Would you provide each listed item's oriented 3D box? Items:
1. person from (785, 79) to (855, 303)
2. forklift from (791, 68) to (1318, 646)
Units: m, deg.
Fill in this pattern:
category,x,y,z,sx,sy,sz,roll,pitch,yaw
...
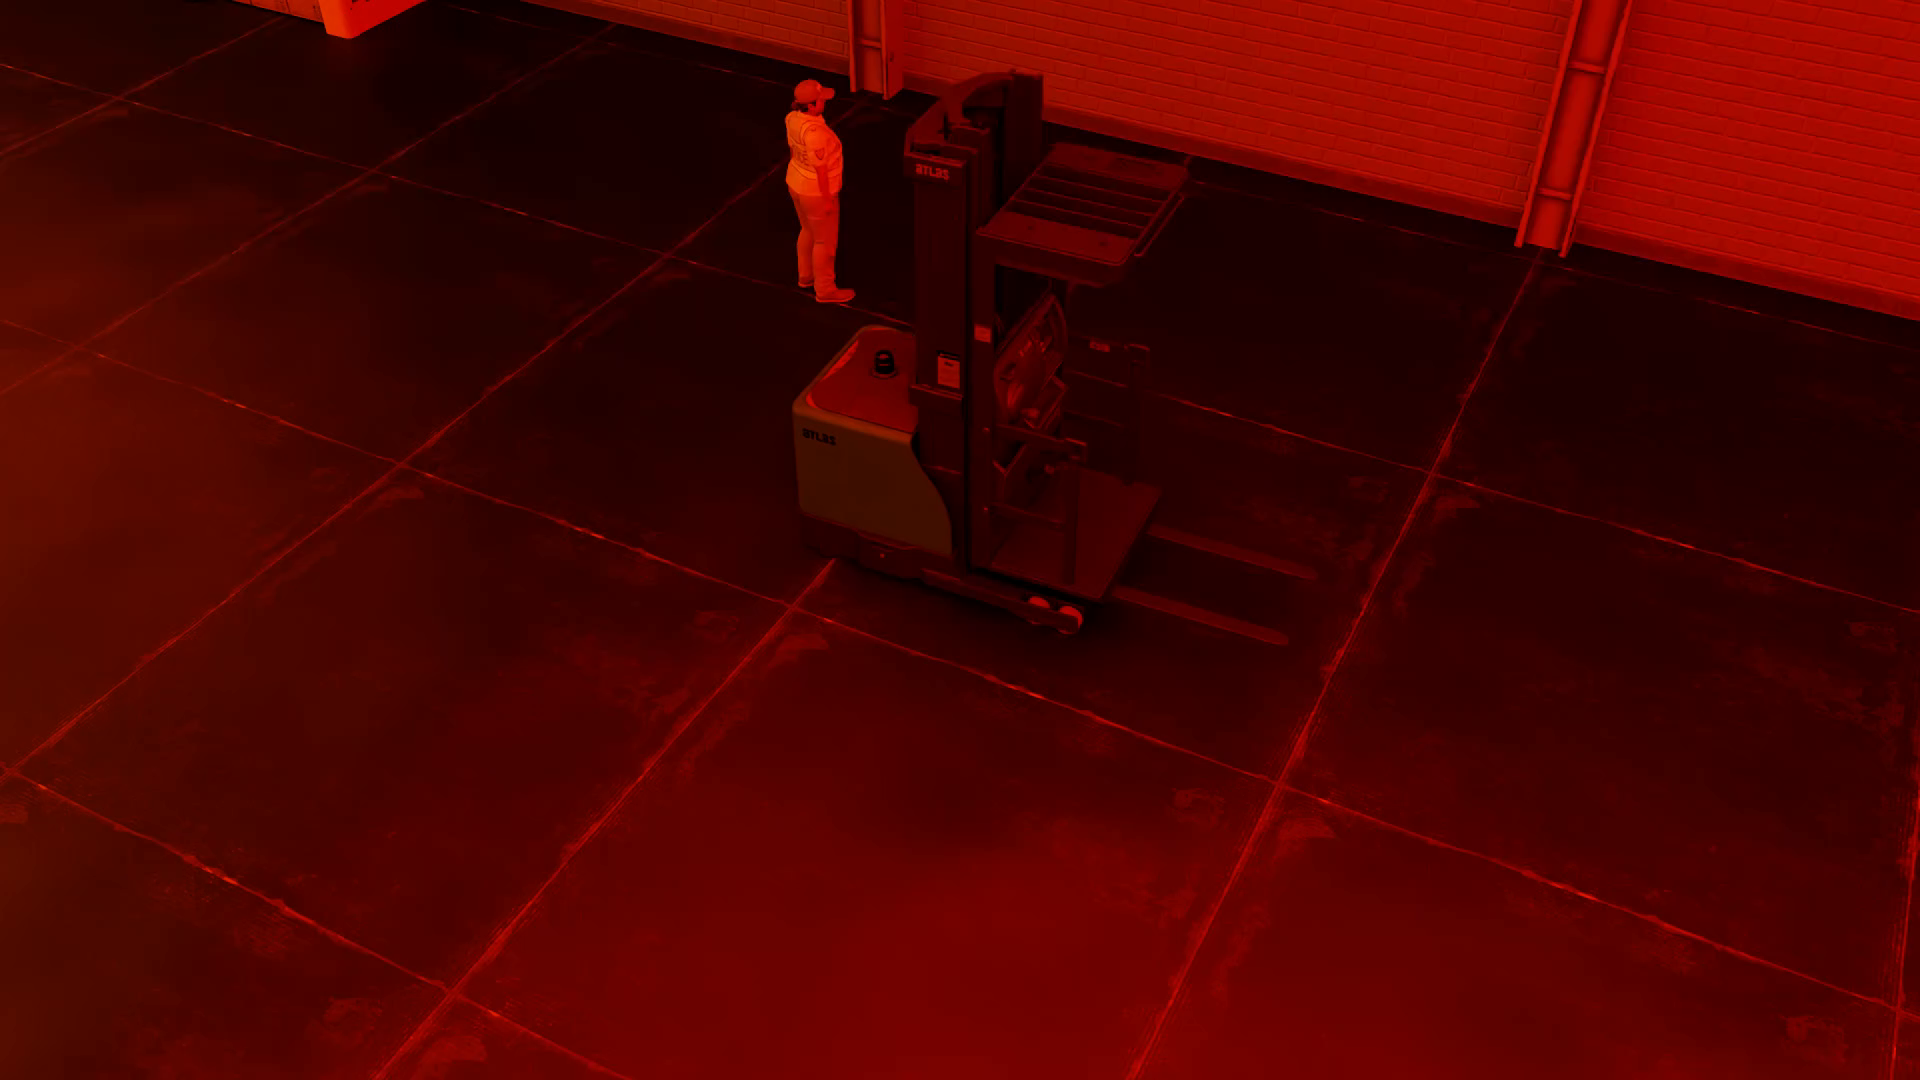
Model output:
category,x,y,z,sx,sy,sz,roll,pitch,yaw
person,-1.028,-2.516,11.960,0.390,1.669,0.481,-20,44,-22
forklift,0.574,-0.966,9.133,3.031,2.935,1.130,16,43,18
